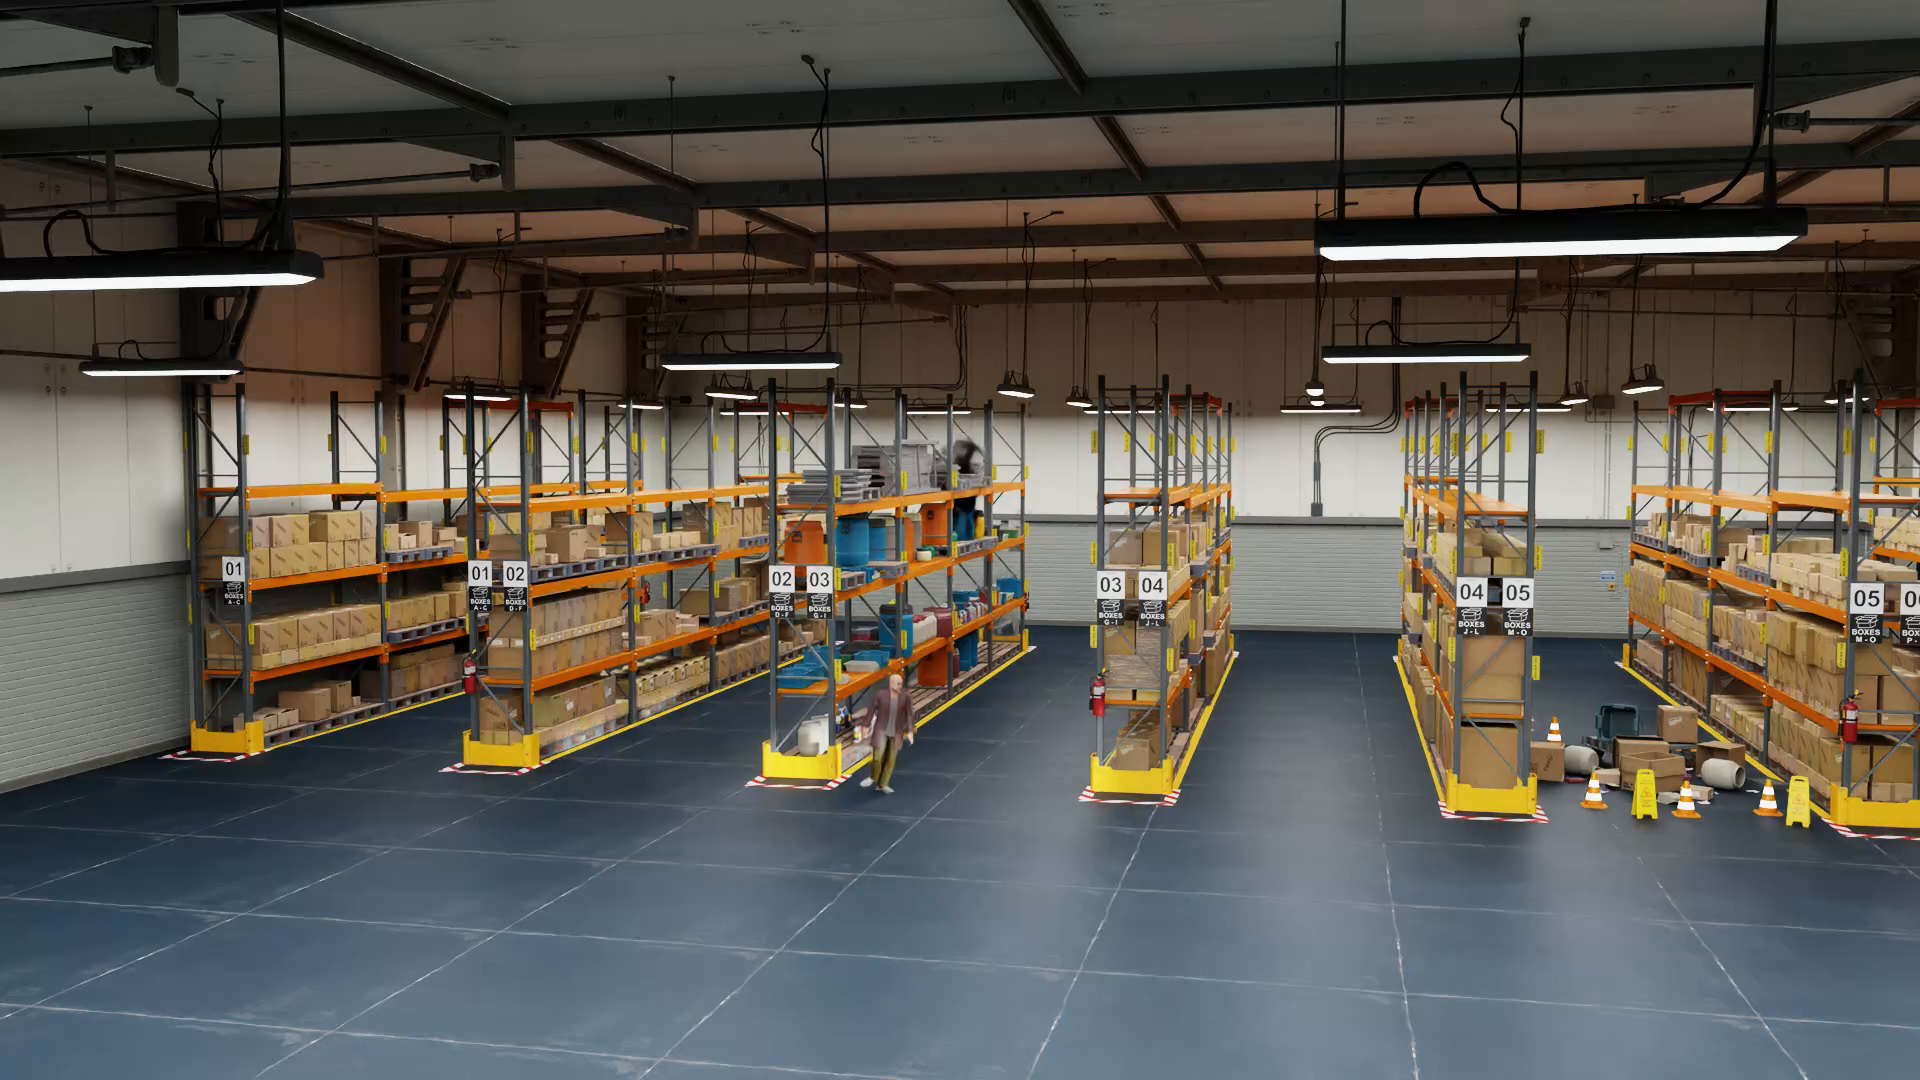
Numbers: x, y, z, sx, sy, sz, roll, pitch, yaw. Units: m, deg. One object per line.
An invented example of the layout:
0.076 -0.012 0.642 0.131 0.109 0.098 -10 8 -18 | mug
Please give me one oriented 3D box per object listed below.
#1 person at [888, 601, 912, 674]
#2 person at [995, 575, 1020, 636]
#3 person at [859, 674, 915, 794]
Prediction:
-1.397 2.117 36.397 0.728 1.619 0.915 0 3 -6 | person
1.284 1.718 42.543 0.858 1.674 0.563 1 4 23 | person
-1.049 2.771 23.872 0.744 1.743 0.560 -1 3 -17 | person
